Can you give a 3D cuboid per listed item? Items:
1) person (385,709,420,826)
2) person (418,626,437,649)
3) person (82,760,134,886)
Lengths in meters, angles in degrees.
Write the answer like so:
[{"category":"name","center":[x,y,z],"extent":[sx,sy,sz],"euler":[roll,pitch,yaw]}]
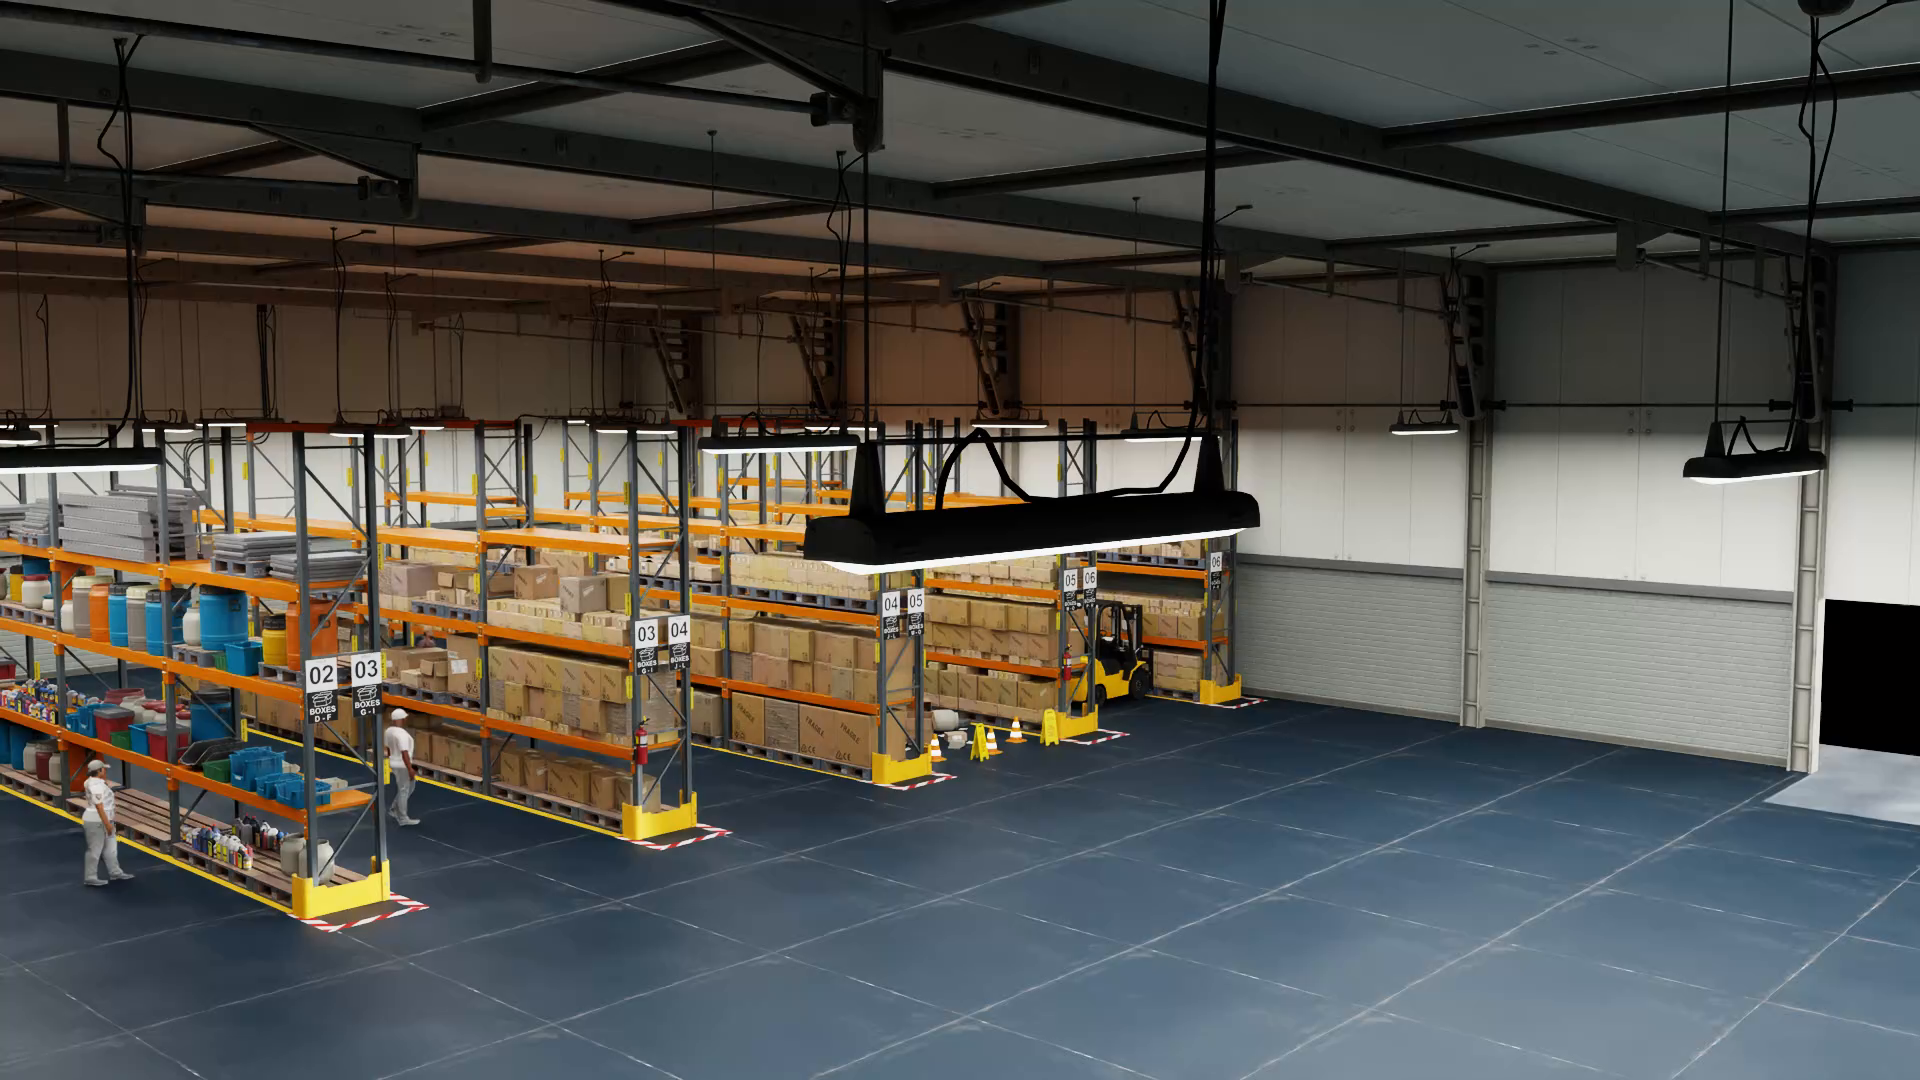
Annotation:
[{"category":"person","center":[-8.397,3.413,25.044],"extent":[0.456,1.770,0.622],"euler":[-2,5,-22]},{"category":"person","center":[-10.919,2.642,34.301],"extent":[1.047,1.728,0.530],"euler":[4,6,40]},{"category":"person","center":[-11.276,3.721,21.933],"extent":[0.564,1.665,0.517],"euler":[-1,5,-15]}]
